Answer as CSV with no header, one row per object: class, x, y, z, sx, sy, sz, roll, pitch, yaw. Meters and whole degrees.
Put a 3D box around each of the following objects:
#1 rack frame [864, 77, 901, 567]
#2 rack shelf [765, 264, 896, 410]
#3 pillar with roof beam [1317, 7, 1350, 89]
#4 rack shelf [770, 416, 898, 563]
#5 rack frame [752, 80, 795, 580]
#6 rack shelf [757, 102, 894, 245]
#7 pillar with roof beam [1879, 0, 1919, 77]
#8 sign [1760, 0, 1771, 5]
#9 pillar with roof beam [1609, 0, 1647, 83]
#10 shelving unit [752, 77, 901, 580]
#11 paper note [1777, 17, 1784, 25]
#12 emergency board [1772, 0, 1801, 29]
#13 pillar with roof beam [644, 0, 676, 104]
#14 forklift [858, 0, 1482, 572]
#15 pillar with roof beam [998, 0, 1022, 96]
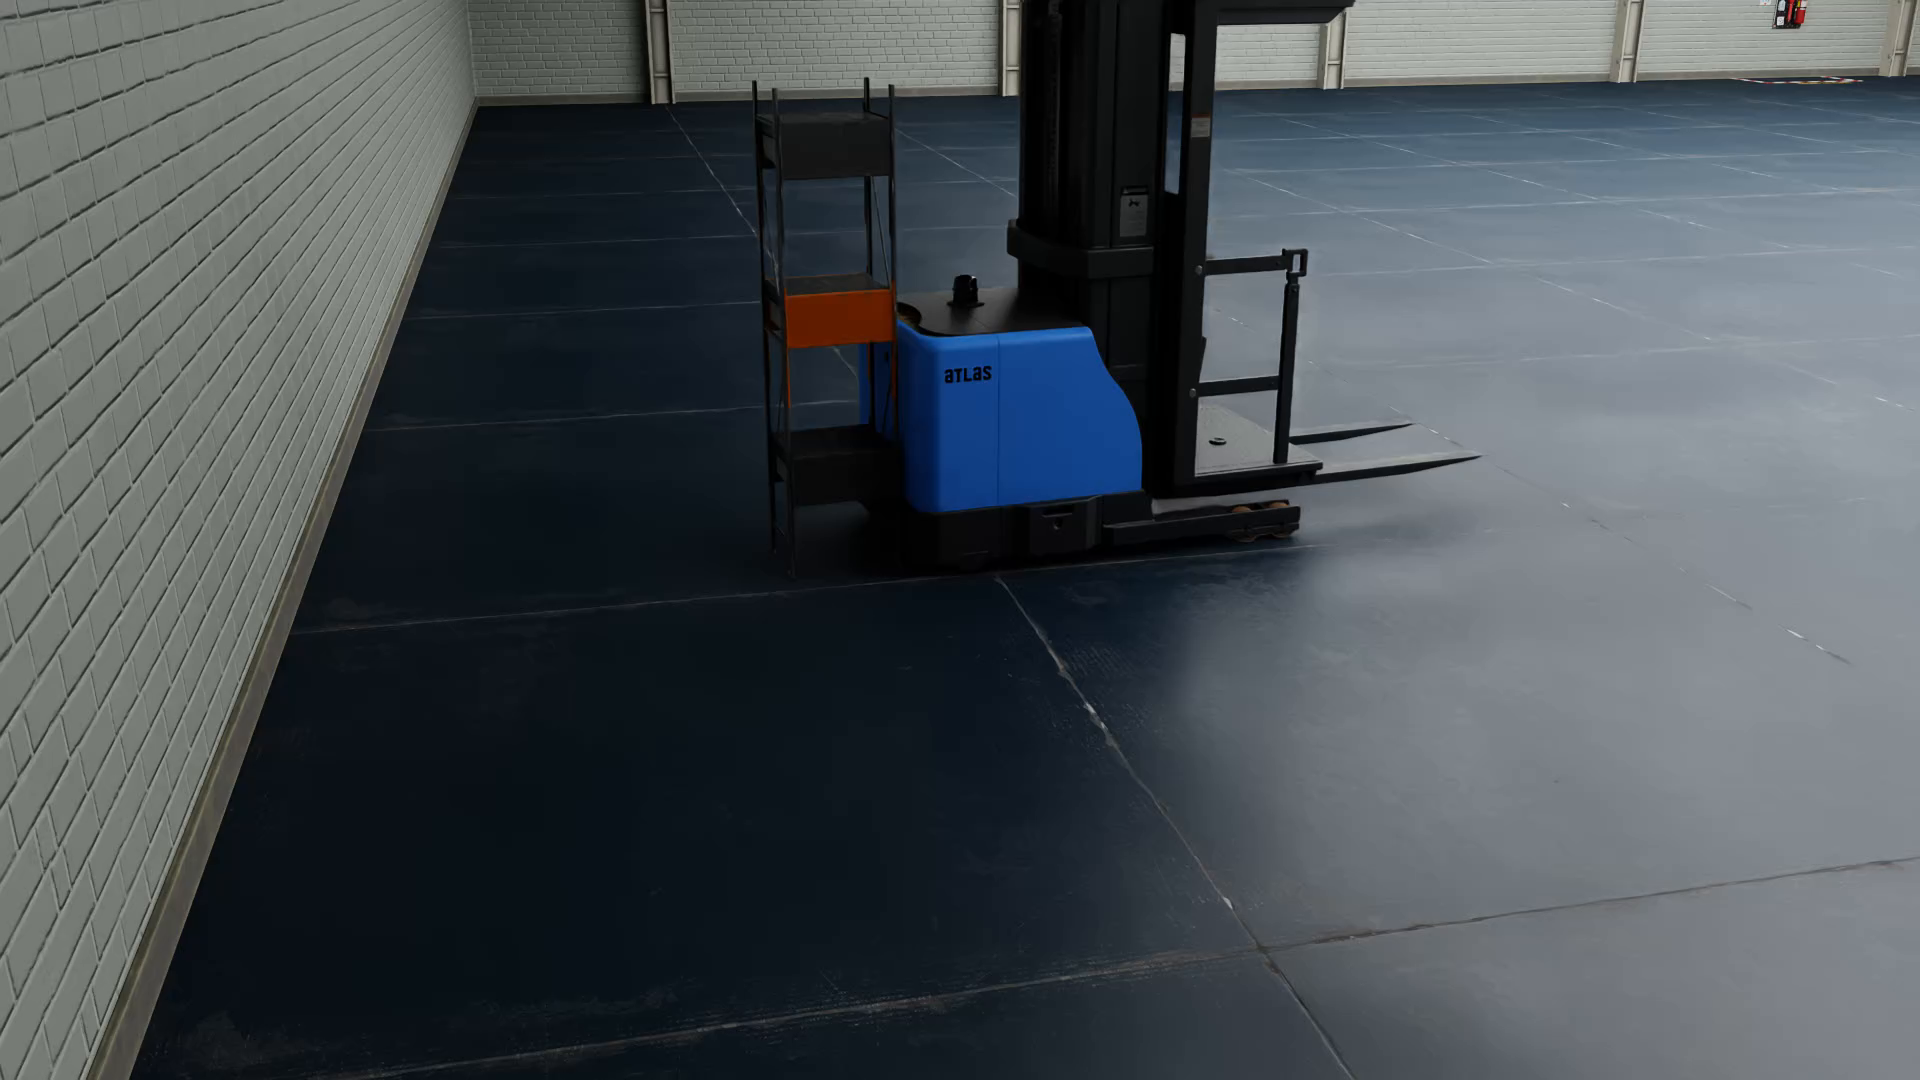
rack frame,-0.340,-0.932,7.305,0.015,2.100,0.400,-7,21,-18
rack shelf,-0.570,-0.891,7.234,0.480,0.518,0.431,-7,21,-18
pillar with roof beam,7.723,-11.013,24.795,0.400,9.000,9.100,-5,21,-12
rack shelf,-0.570,-0.234,7.475,0.480,0.518,0.431,-7,21,-18
rack frame,-0.800,-0.876,7.154,0.015,2.100,0.400,-7,21,-18
rack shelf,-0.570,-1.548,6.994,0.480,0.518,0.431,-7,21,-18
pillar with roof beam,19.401,-11.962,27.388,0.400,9.000,9.100,-5,21,-12
sign,15.435,-10.411,31.823,0.234,0.329,0.001,-5,21,-12
pillar with roof beam,13.562,-11.488,26.092,0.400,9.000,9.100,-5,21,-12
shelving unit,-0.570,-0.904,7.230,0.503,2.100,0.431,-7,21,-18
paper note,15.808,-9.999,32.031,0.142,0.148,0.016,-5,21,-12
emergency board,15.984,-10.409,31.870,0.626,1.169,0.157,-5,21,-12
pillar with roof beam,-3.955,-10.063,22.202,0.400,9.000,9.100,-5,21,-12
forklift,1.079,-1.527,7.723,3.031,2.935,1.130,-7,21,-18
pillar with roof beam,1.884,-10.538,23.499,0.400,9.000,9.100,-5,21,-12
